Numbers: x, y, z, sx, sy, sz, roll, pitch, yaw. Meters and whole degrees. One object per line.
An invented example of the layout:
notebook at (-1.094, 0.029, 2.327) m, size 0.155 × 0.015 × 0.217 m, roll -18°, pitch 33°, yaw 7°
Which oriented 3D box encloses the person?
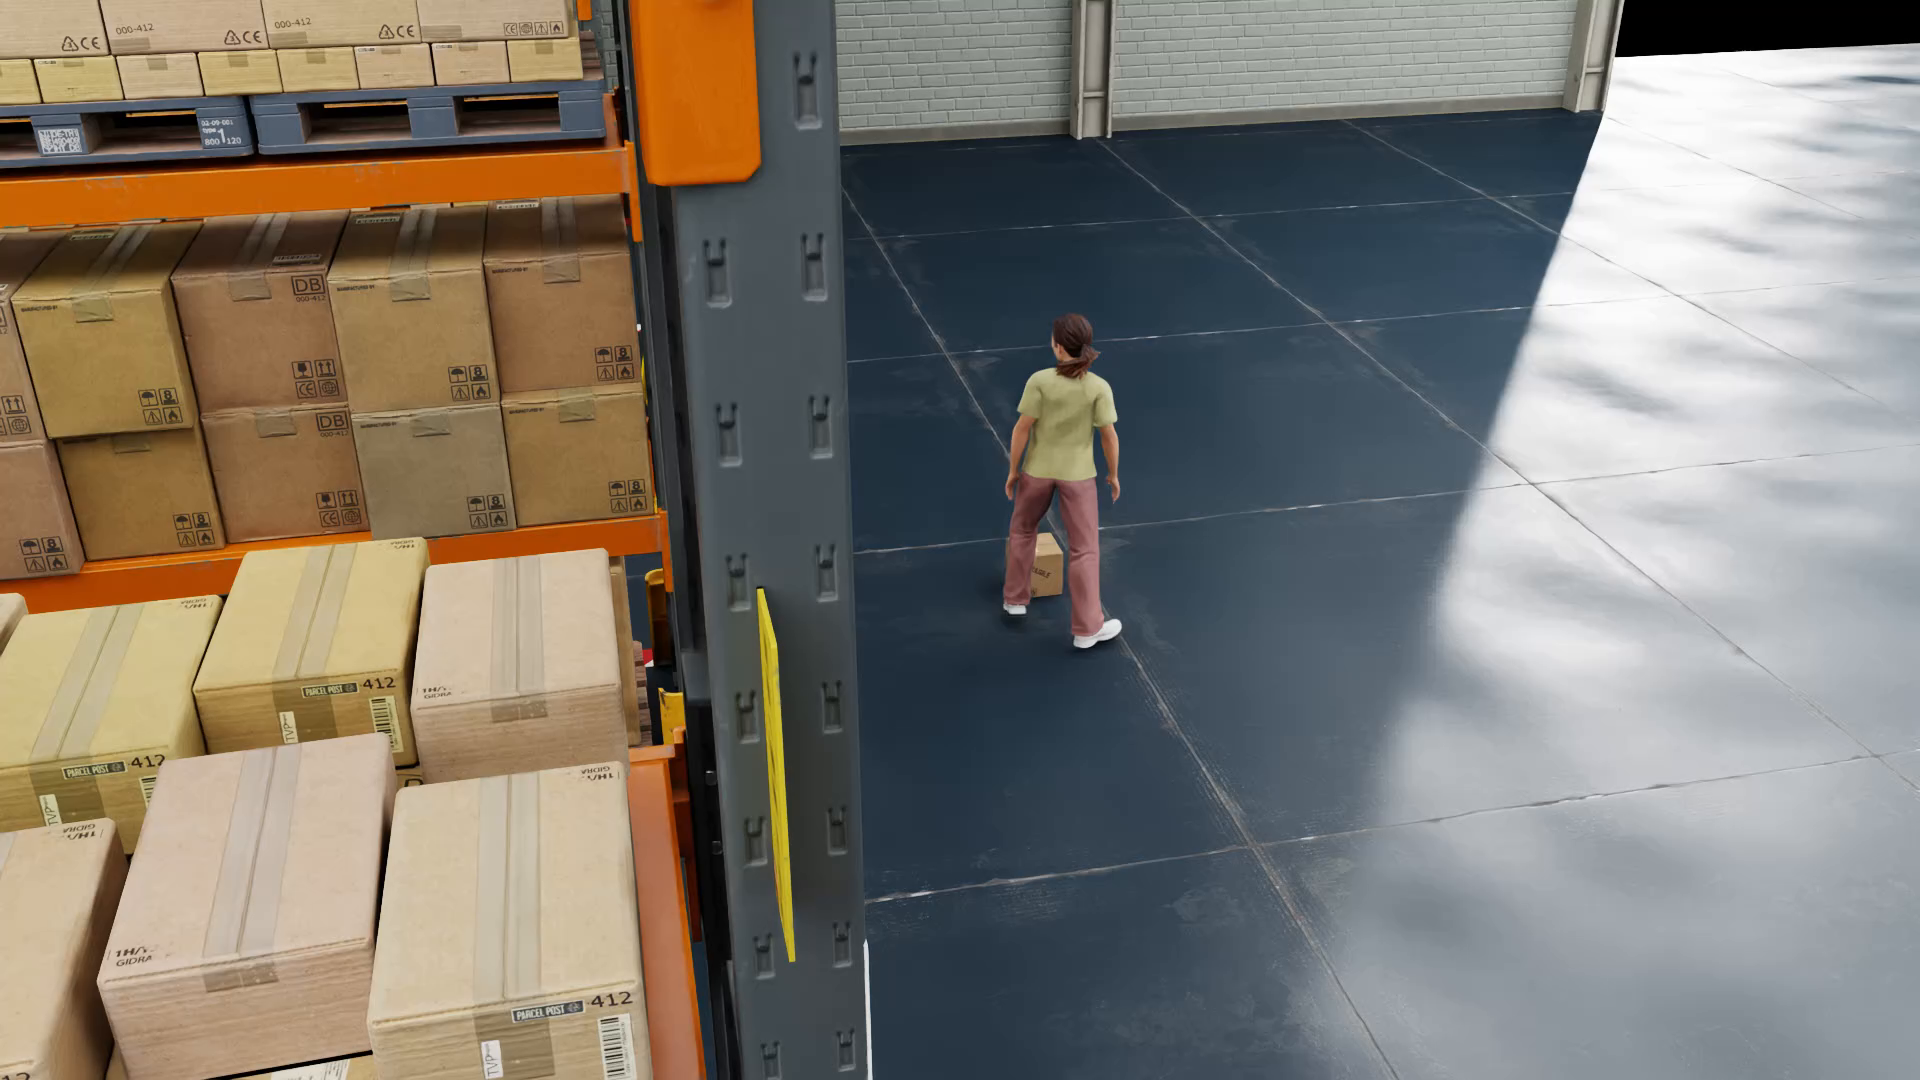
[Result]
person at (0.509, -0.294, 8.208) m, size 0.651 × 1.708 × 0.517 m, roll 5°, pitch 27°, yaw 11°
